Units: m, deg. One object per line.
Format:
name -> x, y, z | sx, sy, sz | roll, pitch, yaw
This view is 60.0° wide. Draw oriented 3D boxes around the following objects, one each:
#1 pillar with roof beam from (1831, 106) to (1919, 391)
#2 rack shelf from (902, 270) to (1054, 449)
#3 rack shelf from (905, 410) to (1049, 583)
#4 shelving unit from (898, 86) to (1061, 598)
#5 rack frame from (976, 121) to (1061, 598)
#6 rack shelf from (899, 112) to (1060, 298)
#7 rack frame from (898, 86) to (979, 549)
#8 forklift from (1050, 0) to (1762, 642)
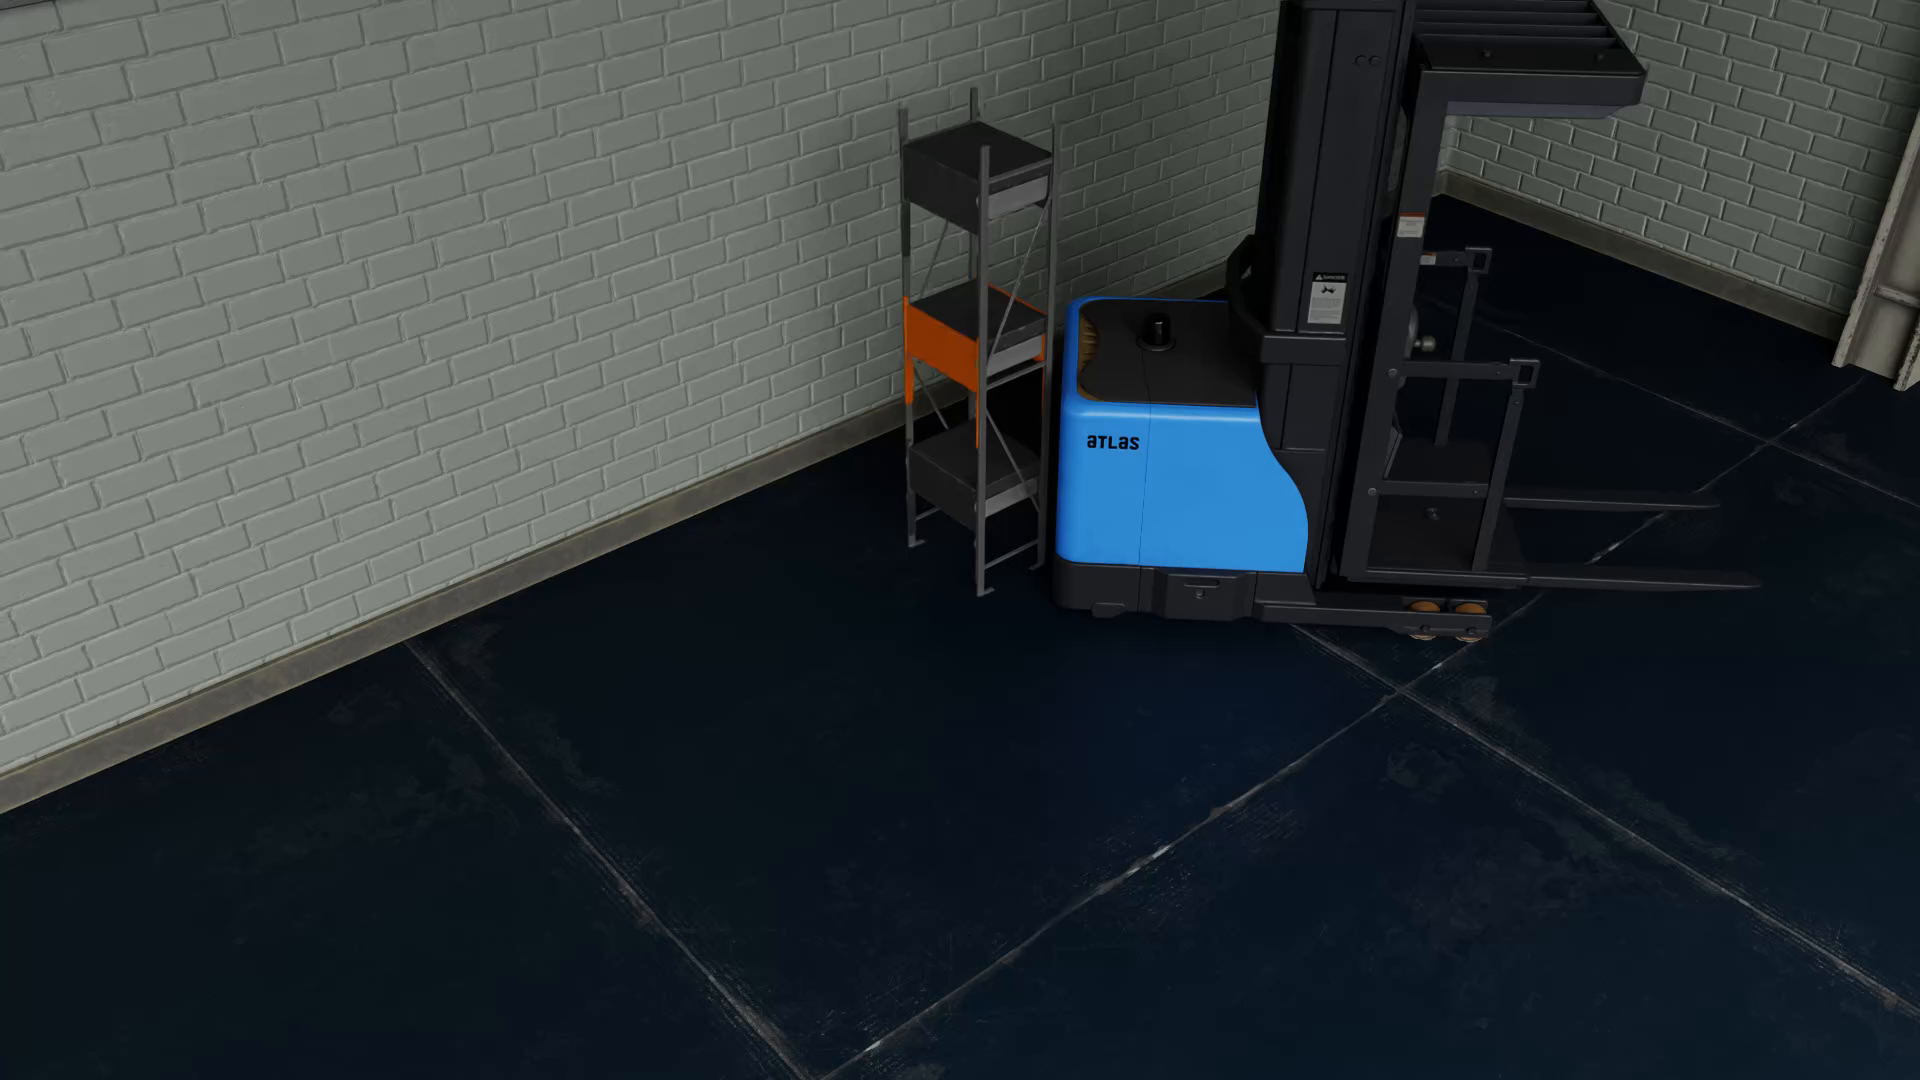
pillar with roof beam -> 1.727, -3.002, 4.203 | 9.100, 9.000, 0.400 | -26, 43, -32
rack shelf -> 0.074, -0.774, 7.050 | 0.431, 0.518, 0.480 | -26, 43, -32
rack shelf -> 0.073, -0.204, 7.455 | 0.431, 0.518, 0.480 | -26, 43, -32
shelving unit -> 0.074, -0.786, 7.042 | 0.431, 2.100, 0.503 | -26, 43, -32
rack frame -> 0.231, -0.677, 6.890 | 0.400, 2.100, 0.015 | -26, 43, -32
rack shelf -> 0.074, -1.345, 6.645 | 0.431, 0.518, 0.480 | -26, 43, -32
rack frame -> -0.083, -0.894, 7.194 | 0.400, 2.100, 0.015 | -26, 43, -32
forklift -> 1.938, -1.079, 6.737 | 3.031, 2.935, 1.130 | 2, 35, 4
